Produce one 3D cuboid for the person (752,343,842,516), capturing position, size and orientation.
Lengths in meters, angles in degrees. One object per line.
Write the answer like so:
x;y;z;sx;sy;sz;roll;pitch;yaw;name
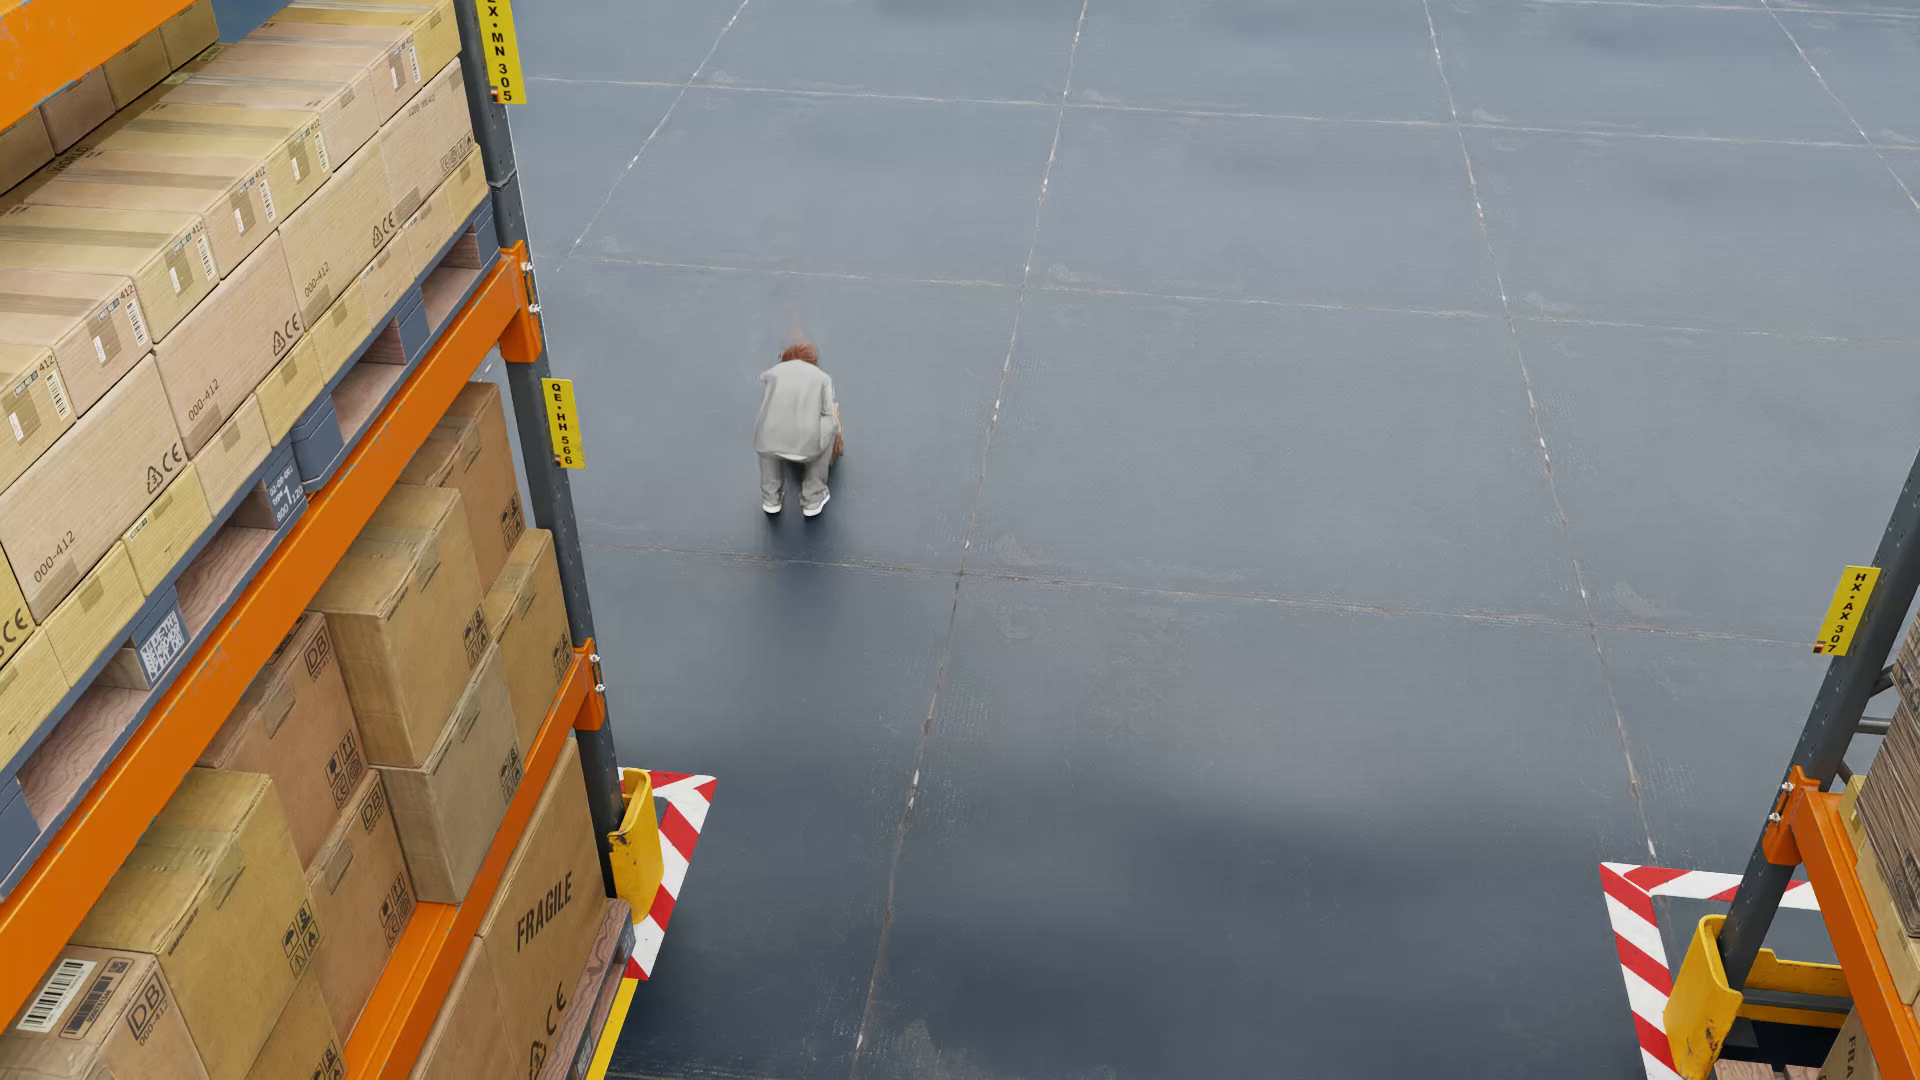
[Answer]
-0.839;-0.546;8.566;0.420;0.711;0.869;4;37;5;person
